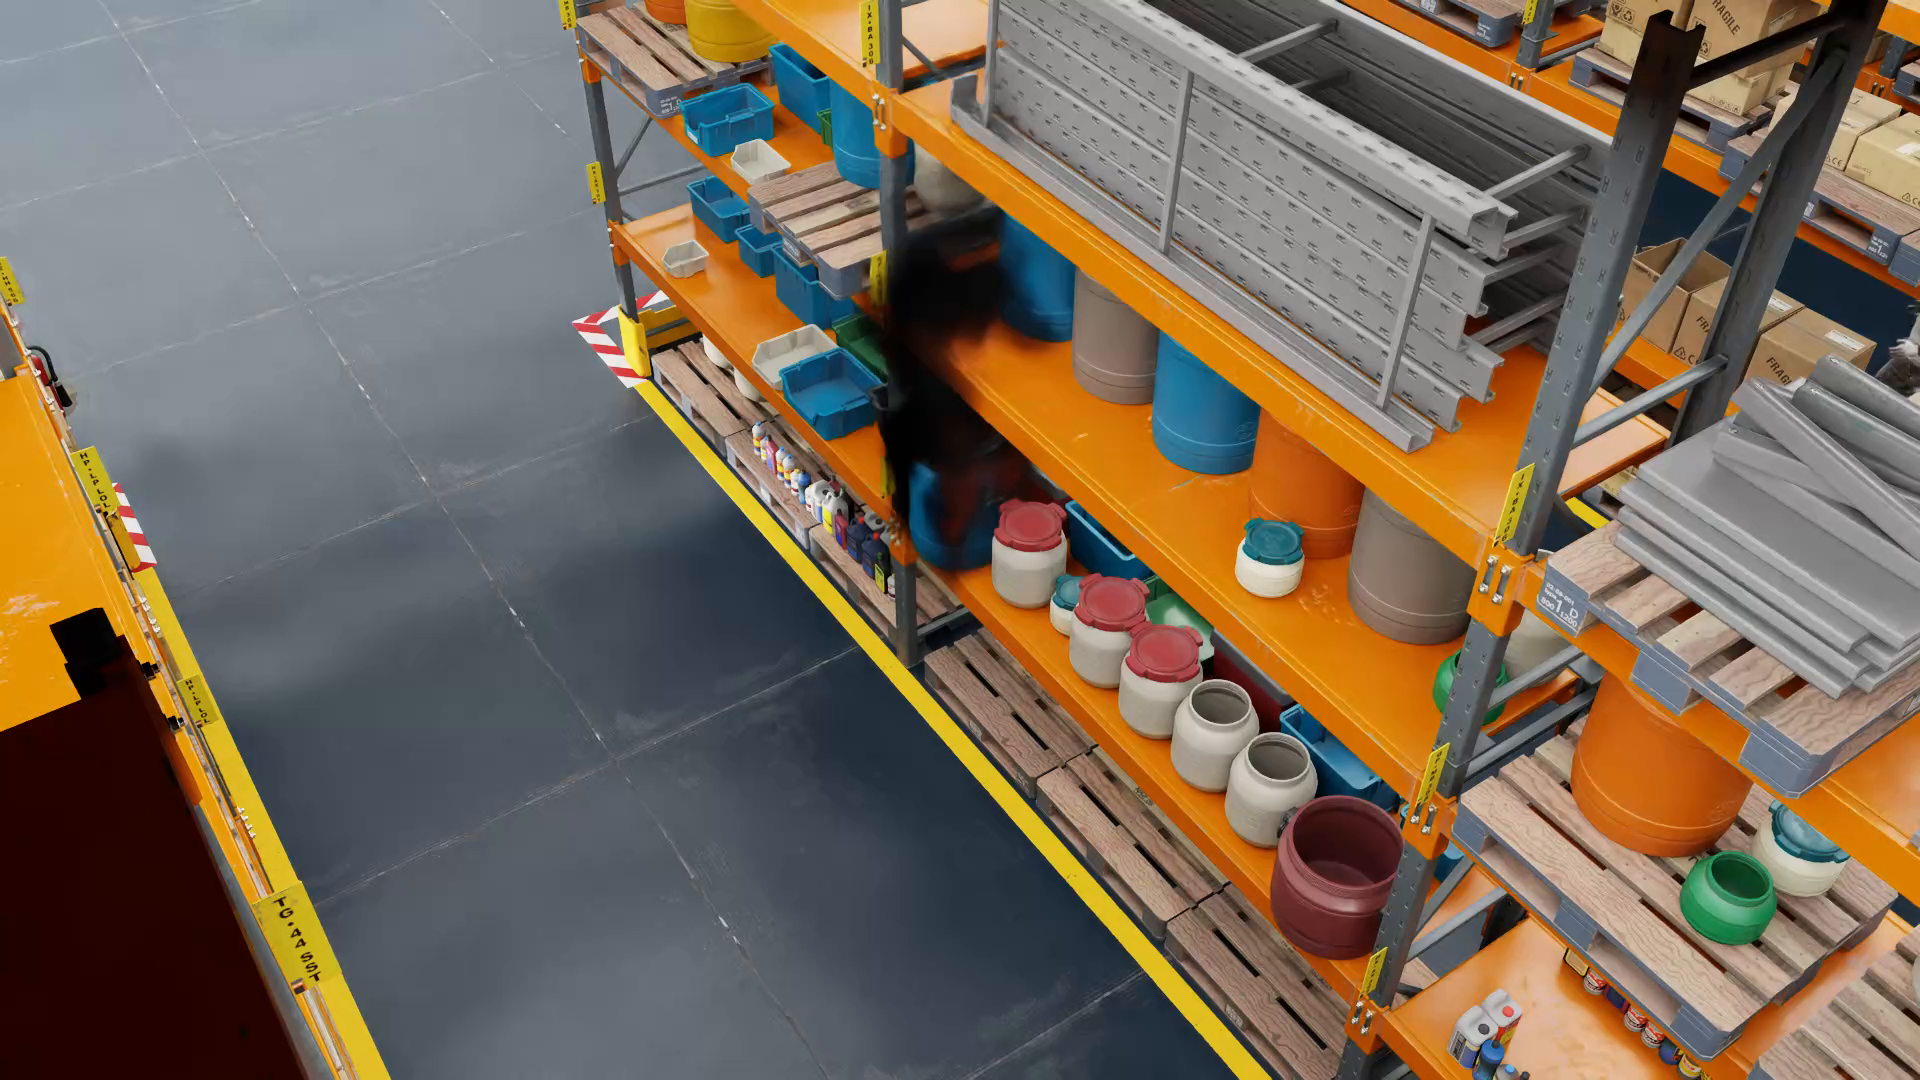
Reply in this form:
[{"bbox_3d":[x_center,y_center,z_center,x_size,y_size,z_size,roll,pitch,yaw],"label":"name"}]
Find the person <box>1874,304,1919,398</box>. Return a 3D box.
[{"bbox_3d":[6.970,-1.314,11.905,0.692,1.746,0.789,-30,50,-28],"label":"person"}]
